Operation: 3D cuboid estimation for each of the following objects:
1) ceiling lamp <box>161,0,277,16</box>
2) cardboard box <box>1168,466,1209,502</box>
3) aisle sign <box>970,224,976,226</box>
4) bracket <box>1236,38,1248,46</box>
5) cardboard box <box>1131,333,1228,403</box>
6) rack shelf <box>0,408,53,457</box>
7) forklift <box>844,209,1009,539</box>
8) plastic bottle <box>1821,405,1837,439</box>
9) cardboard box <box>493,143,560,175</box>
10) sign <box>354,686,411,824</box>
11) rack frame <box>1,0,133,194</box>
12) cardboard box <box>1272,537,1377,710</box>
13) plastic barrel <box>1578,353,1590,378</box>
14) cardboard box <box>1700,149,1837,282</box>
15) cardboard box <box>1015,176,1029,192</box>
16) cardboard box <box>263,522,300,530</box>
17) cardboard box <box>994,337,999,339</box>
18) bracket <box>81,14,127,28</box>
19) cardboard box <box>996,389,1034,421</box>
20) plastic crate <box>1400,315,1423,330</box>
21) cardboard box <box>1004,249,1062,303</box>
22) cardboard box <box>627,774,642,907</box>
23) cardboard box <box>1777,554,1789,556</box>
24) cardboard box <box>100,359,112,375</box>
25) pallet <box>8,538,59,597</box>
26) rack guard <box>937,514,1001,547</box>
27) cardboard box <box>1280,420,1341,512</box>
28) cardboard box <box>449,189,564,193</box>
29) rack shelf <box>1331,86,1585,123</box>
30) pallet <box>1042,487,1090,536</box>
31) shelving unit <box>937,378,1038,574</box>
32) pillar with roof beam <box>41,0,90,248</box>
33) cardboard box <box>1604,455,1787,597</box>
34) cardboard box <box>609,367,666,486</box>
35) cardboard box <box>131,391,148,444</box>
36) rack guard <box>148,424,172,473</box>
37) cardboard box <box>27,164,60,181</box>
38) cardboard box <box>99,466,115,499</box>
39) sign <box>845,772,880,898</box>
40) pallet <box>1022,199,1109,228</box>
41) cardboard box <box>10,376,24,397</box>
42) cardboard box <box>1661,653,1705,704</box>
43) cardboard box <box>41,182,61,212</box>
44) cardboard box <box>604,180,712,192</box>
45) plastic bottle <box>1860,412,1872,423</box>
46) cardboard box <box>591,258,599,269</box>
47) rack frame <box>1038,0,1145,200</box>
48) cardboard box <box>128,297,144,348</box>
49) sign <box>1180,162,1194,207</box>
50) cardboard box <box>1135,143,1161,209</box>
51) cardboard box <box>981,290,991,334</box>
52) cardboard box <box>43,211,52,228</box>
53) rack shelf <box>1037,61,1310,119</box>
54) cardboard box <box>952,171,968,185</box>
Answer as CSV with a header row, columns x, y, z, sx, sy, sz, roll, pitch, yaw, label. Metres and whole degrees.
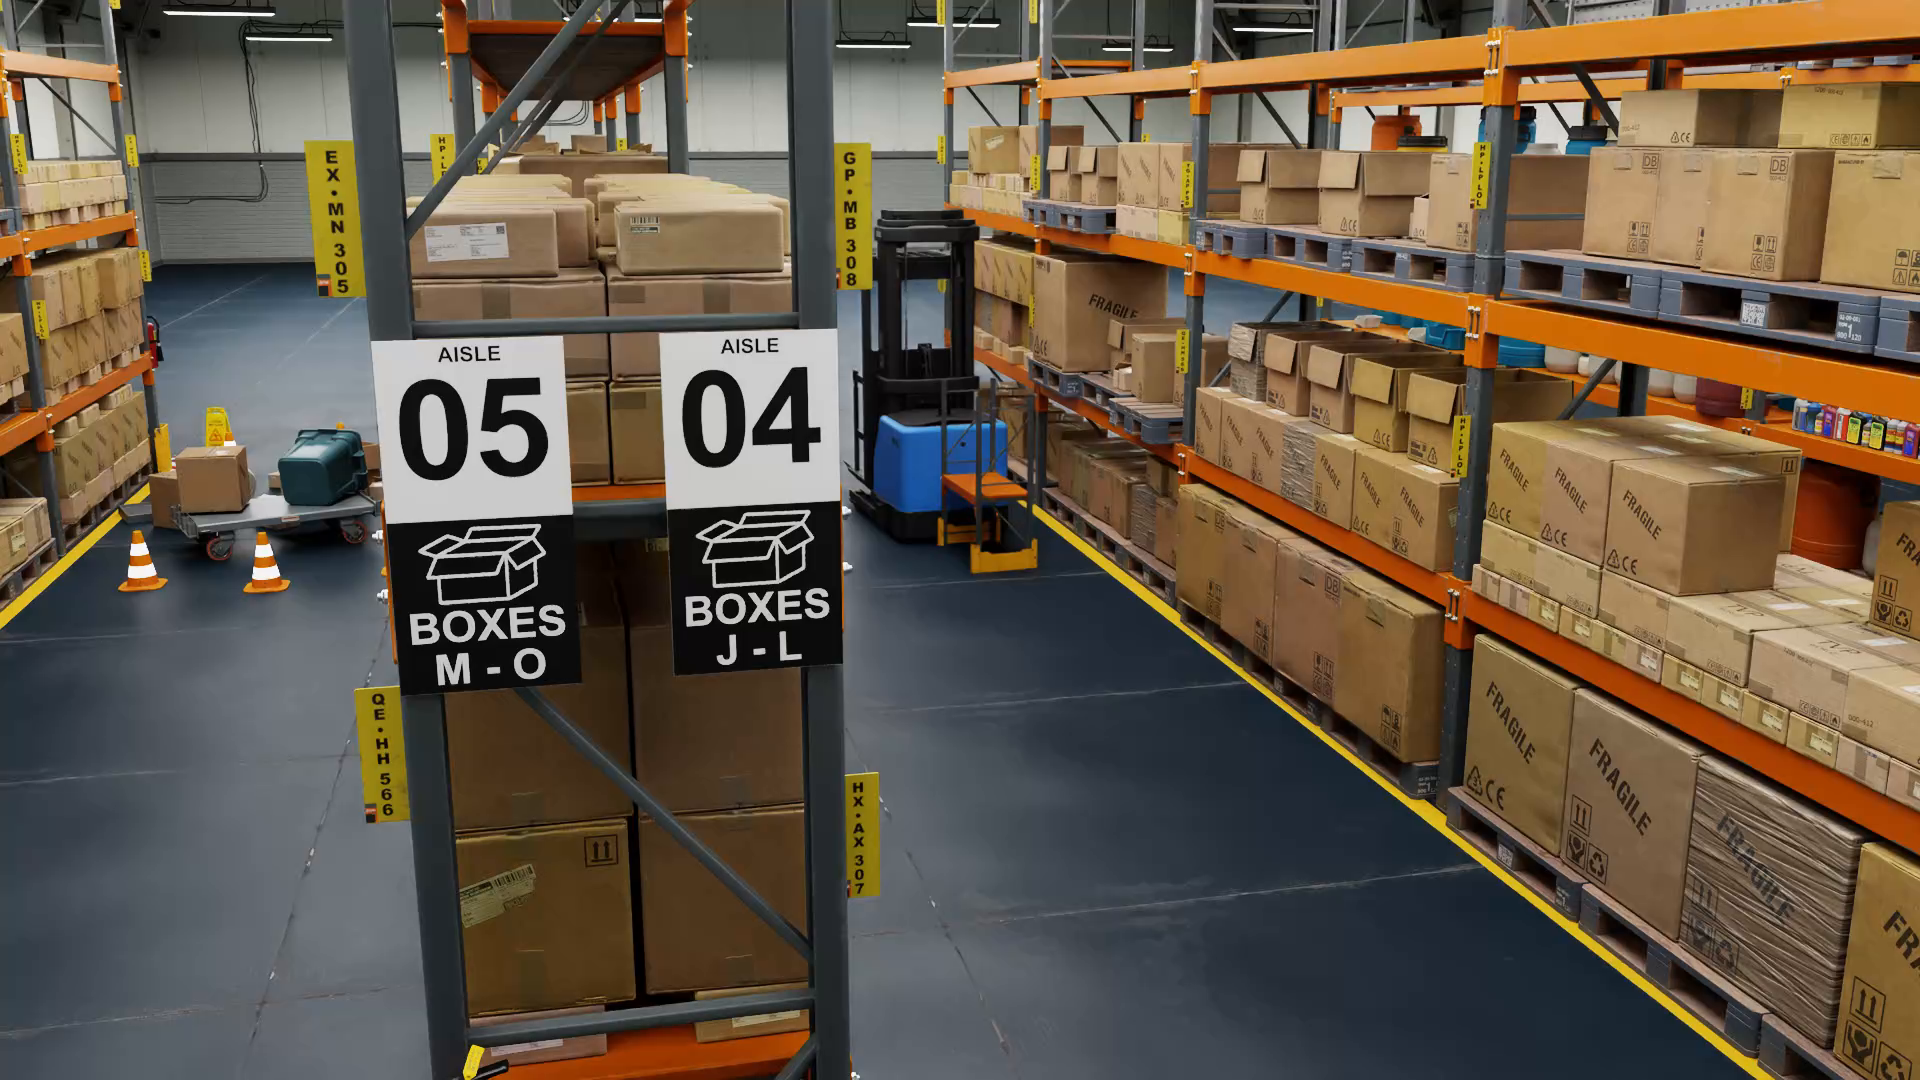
x,y,z,sx,sy,sz,roll,pitch,yaw,label
-14.240,-11.663,31.730,2.000,3.185,0.800,-3,14,-13,ceiling lamp
2.004,-0.433,13.461,0.500,0.250,0.500,-3,14,-11,cardboard box
0.005,-4.022,19.916,0.394,0.787,0.004,-3,14,-13,aisle sign
8.468,-14.945,49.876,0.235,0.232,0.430,-3,14,-13,bracket
1.796,-1.414,13.623,0.700,0.500,0.500,-1,14,-5,cardboard box
-7.912,-0.476,12.393,1.077,0.370,4.000,-3,14,-13,rack shelf
-0.472,-1.740,16.197,1.130,2.935,3.031,-4,14,-17,forklift
6.825,-0.939,13.021,0.061,0.283,0.133,-3,14,-13,plastic bottle
-2.608,-2.256,10.021,0.396,0.266,0.258,-3,14,-13,cardboard box
-1.320,0.493,3.807,0.100,0.325,0.005,-3,14,-13,sign
-9.321,-5.124,17.261,1.000,3.000,0.127,-3,14,-13,rack frame
2.749,0.482,10.549,1.225,0.875,0.875,-4,14,-15,cardboard box
6.227,-1.734,16.319,0.301,0.262,0.301,0,14,0,plastic barrel
3.479,-1.322,6.713,0.700,0.500,0.500,-3,14,-11,cardboard box
0.777,-3.596,16.803,0.380,0.149,0.250,-4,14,-16,cardboard box
-6.487,-0.266,15.779,0.396,0.266,0.258,10,17,35,cardboard box
0.592,-2.159,18.296,0.380,0.149,0.250,-3,14,-13,cardboard box
-20.856,-12.634,40.419,0.076,0.066,4.783,-3,14,-13,bracket
0.616,-1.470,19.331,0.500,0.500,0.500,0,14,2,cardboard box
5.681,-2.717,20.363,0.499,0.251,0.408,-3,14,-13,plastic crate
0.759,-2.722,17.125,0.500,0.500,0.500,-3,14,-13,cardboard box
-0.763,0.748,5.029,0.500,0.500,0.500,-3,14,-13,cardboard box
3.612,0.141,8.040,0.500,0.250,0.500,-3,14,-11,cardboard box
-8.657,-1.722,16.507,0.380,0.149,0.250,-3,14,-14,cardboard box
-8.198,0.248,13.792,1.003,0.211,1.213,-3,14,-13,pallet
0.083,-0.090,15.091,0.587,0.250,0.087,-4,14,-17,rack guard
2.402,-0.485,10.705,0.500,0.500,0.500,-3,14,-13,cardboard box
-1.410,-0.996,5.108,0.380,0.149,0.250,-3,14,-12,cardboard box
5.596,-4.947,18.896,1.077,0.370,4.000,-3,14,-13,rack shelf
1.435,-0.305,16.053,1.003,0.211,1.213,-3,14,-13,pallet
0.230,-0.584,14.481,0.587,1.500,1.083,-4,14,-17,shelving unit
-16.310,-10.412,38.906,9.100,9.000,0.548,-3,14,-13,pillar with roof beam
3.229,-0.071,7.329,0.500,0.500,0.500,-4,14,-15,cardboard box
-0.633,-0.320,4.234,0.500,0.250,0.500,-3,14,-11,cardboard box
-8.880,-1.272,17.464,0.500,0.500,0.500,-3,14,-13,cardboard box
-9.304,-0.978,18.198,1.175,0.500,0.348,-3,14,-13,rack guard
-8.424,-3.336,15.114,0.380,0.149,0.250,-4,14,-15,cardboard box
-8.522,-0.551,16.093,0.500,0.250,0.500,-3,14,-14,cardboard box
-0.248,0.732,4.111,0.100,0.325,0.005,-3,14,-13,sign
1.292,-3.057,15.516,1.213,0.211,1.003,-3,14,-13,pallet
-7.993,-1.265,13.753,0.380,0.149,0.250,-3,14,-12,cardboard box
3.243,0.575,7.106,0.380,0.149,0.250,-4,14,-15,cardboard box
-8.349,-3.051,14.785,0.500,0.250,0.500,-3,14,-14,cardboard box
-1.123,-1.264,6.206,0.380,0.149,0.250,-4,14,-15,cardboard box
6.961,-0.880,12.804,0.097,0.271,0.097,0,14,0,plastic bottle
-1.253,-0.655,4.552,0.500,0.250,0.500,-4,14,-15,cardboard box
1.251,-4.753,15.745,1.000,3.000,0.127,-3,14,-13,rack frame
-8.926,-2.293,17.476,0.500,0.500,0.500,-4,14,-14,cardboard box
1.662,-2.595,12.141,0.100,0.325,0.005,-3,14,-13,sign
1.704,-2.879,13.128,0.500,0.500,0.500,-3,14,-13,cardboard box
0.723,-2.600,18.734,0.875,0.500,0.500,-3,14,-13,cardboard box
-8.410,-2.882,14.934,0.380,0.149,0.250,-3,14,-11,cardboard box
1.721,-3.748,13.989,1.077,0.370,4.000,-3,14,-13,rack shelf
0.118,-4.198,19.269,0.380,0.149,0.250,-3,14,-12,cardboard box
